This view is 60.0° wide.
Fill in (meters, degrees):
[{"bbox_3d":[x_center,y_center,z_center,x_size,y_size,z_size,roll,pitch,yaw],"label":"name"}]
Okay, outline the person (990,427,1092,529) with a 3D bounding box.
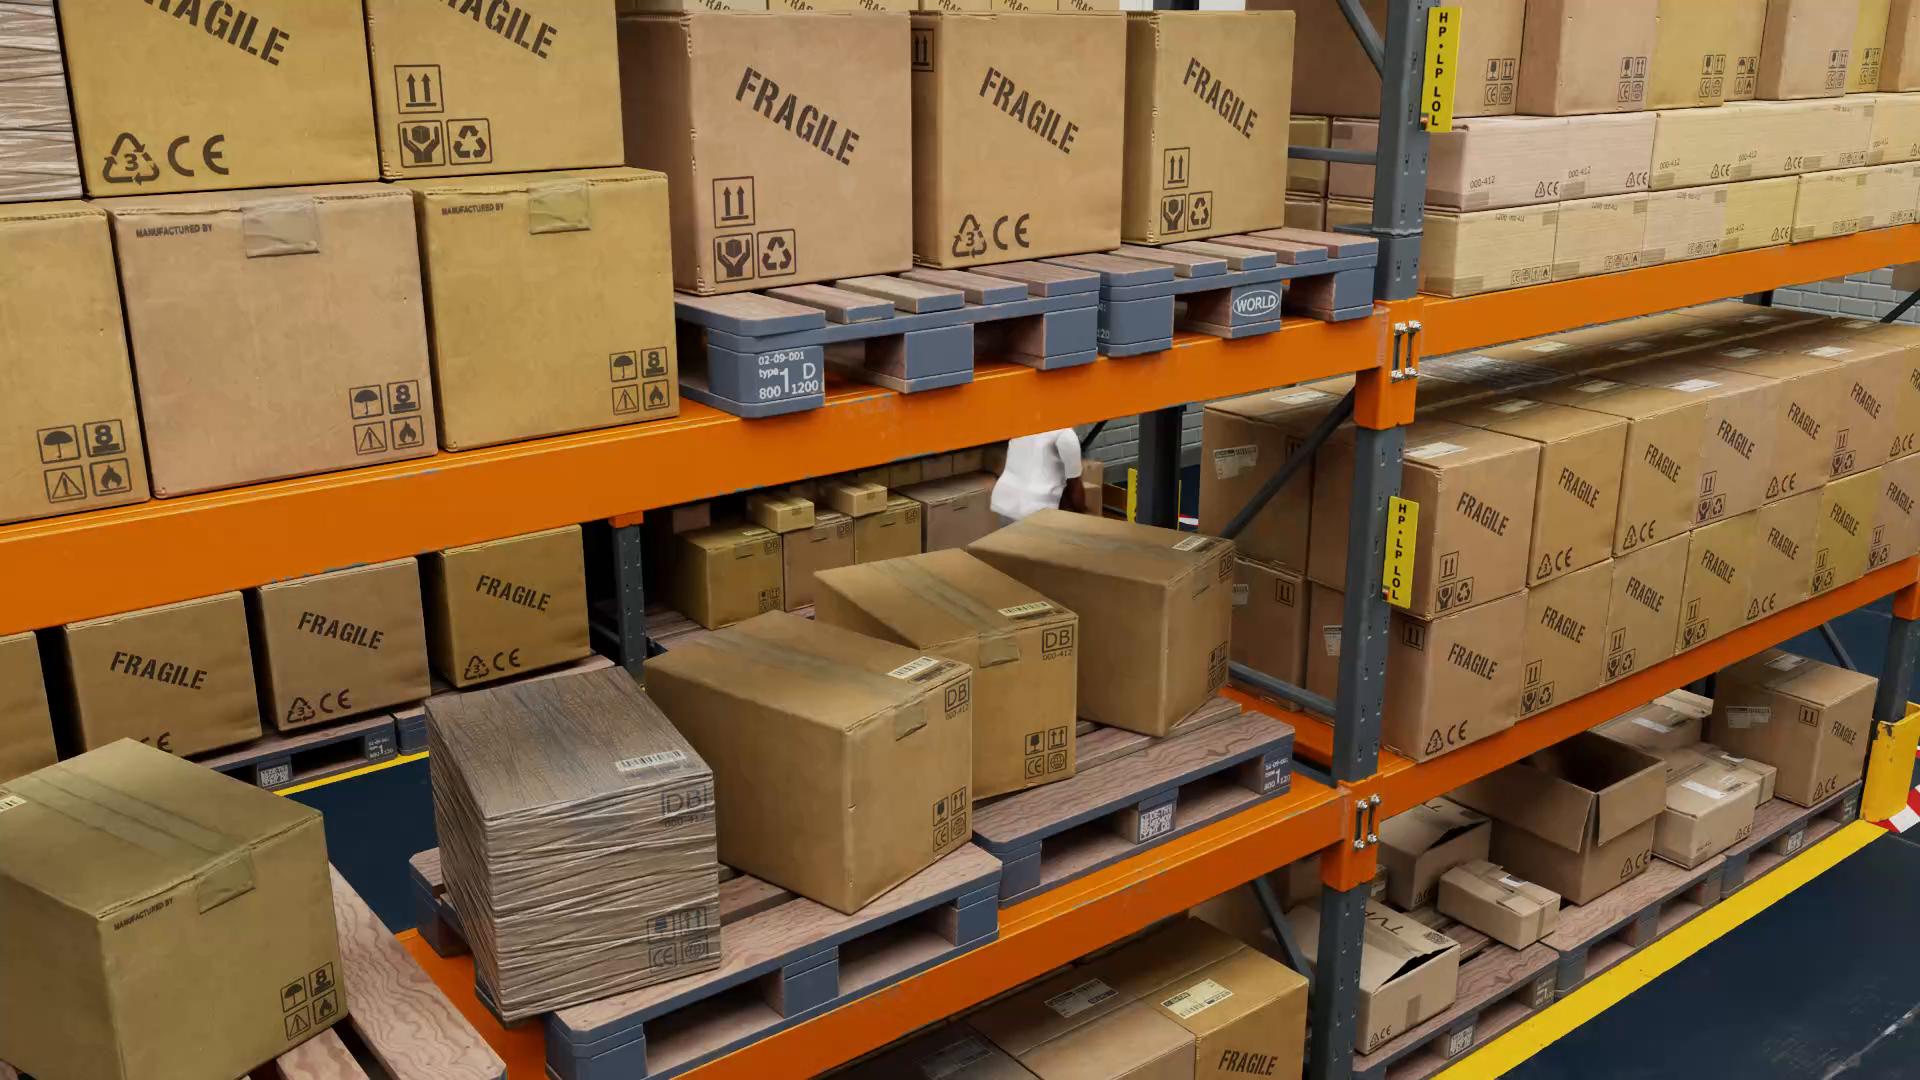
[{"bbox_3d":[0.475,-0.165,9.607,0.611,1.719,0.493,-15,23,-38],"label":"person"}]
